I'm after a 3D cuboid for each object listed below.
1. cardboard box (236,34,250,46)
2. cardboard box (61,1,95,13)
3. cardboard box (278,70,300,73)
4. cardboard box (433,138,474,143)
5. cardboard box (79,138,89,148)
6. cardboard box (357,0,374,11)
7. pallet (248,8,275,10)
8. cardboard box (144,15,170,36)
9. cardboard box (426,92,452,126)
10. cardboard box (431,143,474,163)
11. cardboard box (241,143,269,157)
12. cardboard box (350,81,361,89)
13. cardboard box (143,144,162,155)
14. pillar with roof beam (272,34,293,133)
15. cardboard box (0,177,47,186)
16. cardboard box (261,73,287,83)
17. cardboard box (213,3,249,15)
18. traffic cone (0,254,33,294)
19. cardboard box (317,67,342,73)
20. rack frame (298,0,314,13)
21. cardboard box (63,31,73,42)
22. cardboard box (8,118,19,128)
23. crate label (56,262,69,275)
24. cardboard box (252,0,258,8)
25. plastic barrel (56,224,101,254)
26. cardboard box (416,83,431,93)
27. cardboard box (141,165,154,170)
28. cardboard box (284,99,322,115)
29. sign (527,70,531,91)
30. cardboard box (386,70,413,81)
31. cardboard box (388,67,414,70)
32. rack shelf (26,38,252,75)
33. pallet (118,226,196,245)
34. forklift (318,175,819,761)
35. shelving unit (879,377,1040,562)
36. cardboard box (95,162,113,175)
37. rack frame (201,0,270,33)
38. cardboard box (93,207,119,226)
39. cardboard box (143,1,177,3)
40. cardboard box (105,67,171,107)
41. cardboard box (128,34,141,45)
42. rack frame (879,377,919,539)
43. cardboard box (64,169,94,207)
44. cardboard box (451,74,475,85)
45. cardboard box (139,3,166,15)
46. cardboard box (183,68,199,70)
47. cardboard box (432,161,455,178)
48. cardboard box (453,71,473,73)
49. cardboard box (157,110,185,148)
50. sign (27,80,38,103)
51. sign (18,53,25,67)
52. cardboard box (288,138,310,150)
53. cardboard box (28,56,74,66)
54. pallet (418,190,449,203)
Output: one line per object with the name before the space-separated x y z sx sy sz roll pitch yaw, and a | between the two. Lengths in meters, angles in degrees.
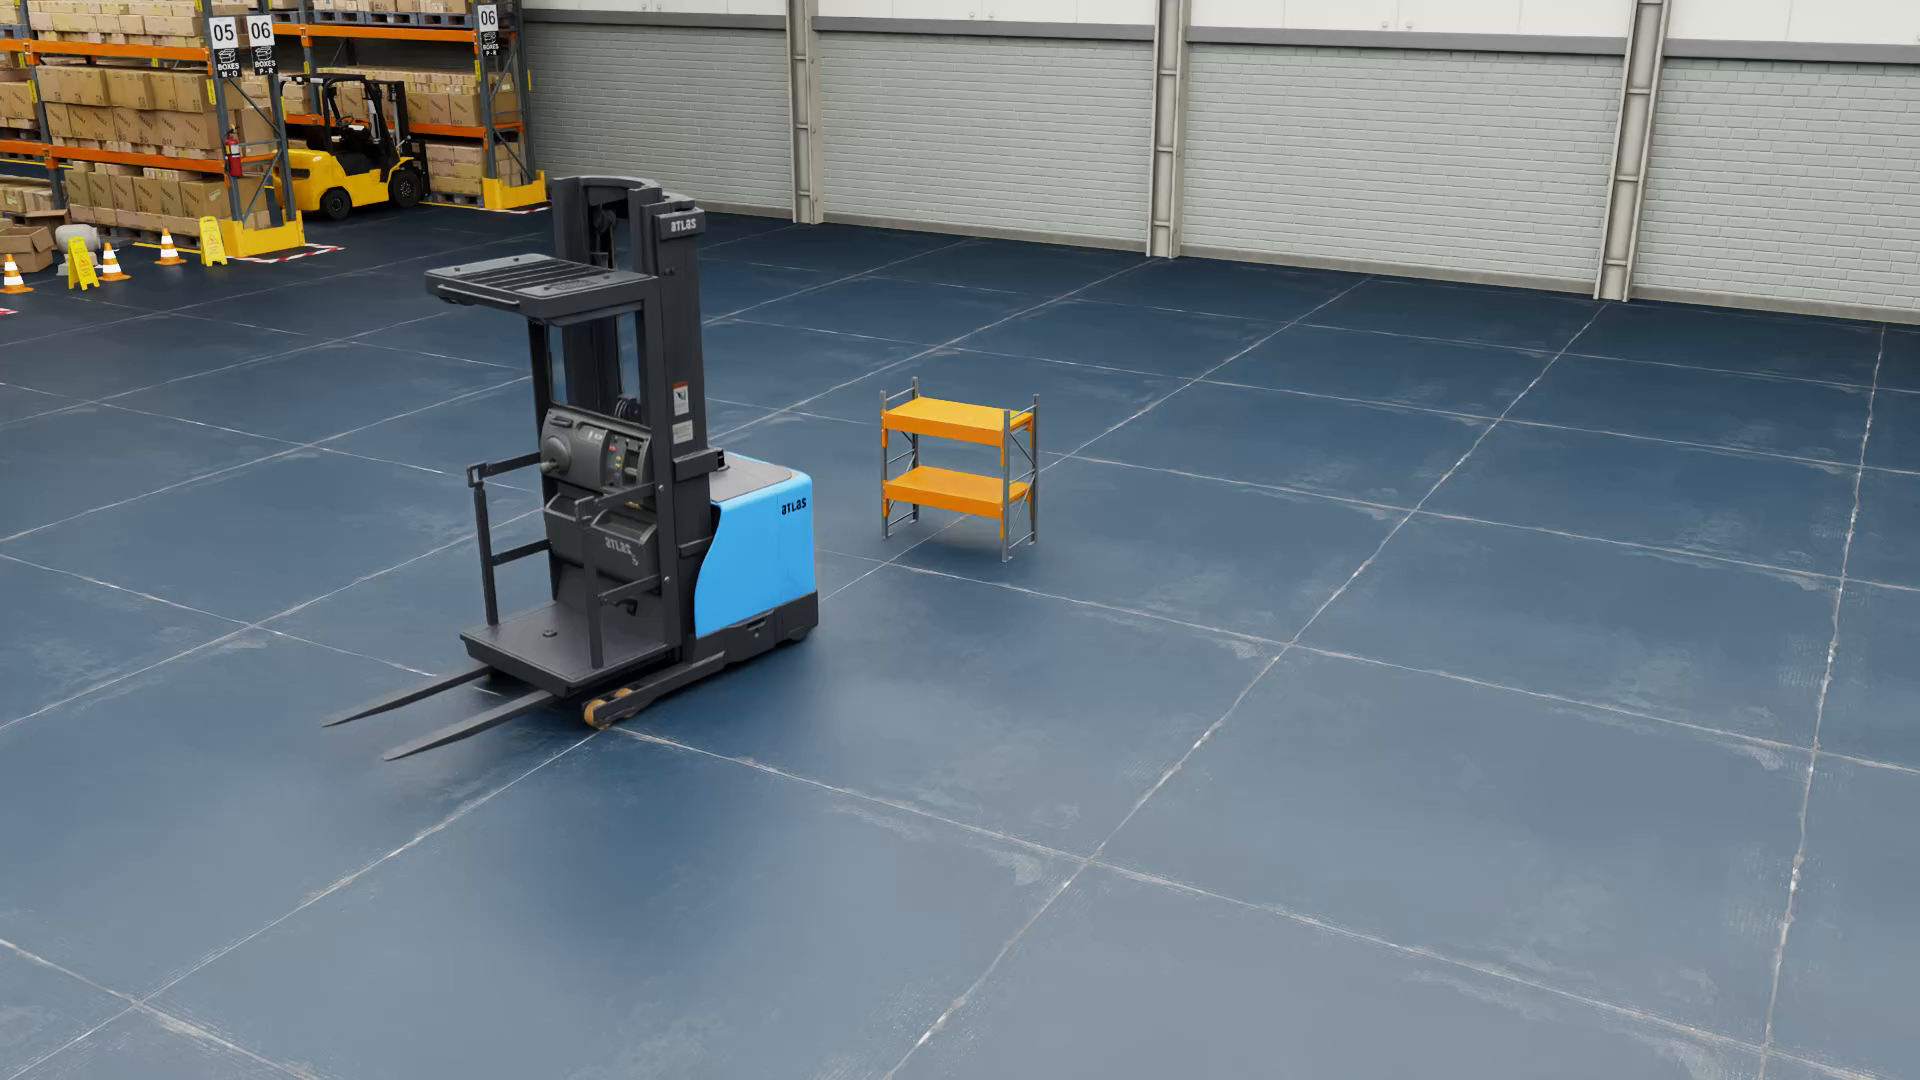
cardboard box | -9.998 -6.990 23.204 0.250 0.149 0.380 11 23 27
cardboard box | -12.559 -7.595 23.705 0.250 0.149 0.380 11 22 27
cardboard box | -12.008 -8.351 29.890 0.250 0.149 0.380 11 23 27
cardboard box | -8.646 -6.704 28.397 0.500 0.250 0.500 11 22 27
cardboard box | -12.748 -5.883 24.554 0.250 0.149 0.380 11 23 27
cardboard box | -9.794 -8.943 27.657 0.258 0.266 0.396 10 22 26
pallet | -12.820 -9.404 29.770 1.213 0.211 1.003 12 23 30
cardboard box | -10.877 -7.118 22.974 0.500 0.250 0.500 10 22 27
cardboard box | -8.455 -7.164 27.569 0.500 0.500 0.500 12 23 29
cardboard box | -8.452 -6.466 27.741 0.500 0.250 0.500 11 23 28
cardboard box | -10.062 -5.546 23.623 0.250 0.149 0.380 11 23 28
cardboard box | -10.144 -7.769 28.286 0.250 0.149 0.380 11 23 28
cardboard box | -11.448 -5.618 23.822 0.250 0.149 0.380 11 22 27
pillar with roof beam | -14.955 -9.945 26.584 0.400 9.000 9.100 11 23 27
cardboard box | -15.055 -5.493 26.347 0.625 0.372 0.950 12 23 29
cardboard box | -12.064 -8.130 29.281 0.250 0.149 0.380 10 22 26
cardboard box | -10.077 -7.332 22.980 0.250 0.149 0.380 11 22 27
traffic cone | -11.964 -3.374 20.987 0.334 0.463 0.336 11 23 27
cardboard box | -10.808 -8.040 28.596 0.250 0.149 0.380 11 23 28
rack frame | -10.941 -10.509 28.141 0.127 3.000 1.000 11 23 27
cardboard box | -12.735 -7.310 24.087 0.250 0.149 0.380 11 23 27
cardboard box | -14.164 -6.343 25.204 0.250 0.149 0.380 10 22 26
crate label | -11.832 -3.613 22.124 0.298 0.136 0.250 0 20 -1
cardboard box | -12.049 -9.318 28.861 0.250 0.149 0.380 11 23 27
plastic barrel | -12.408 -4.227 23.398 0.512 0.421 0.421 -7 21 -20
cardboard box | -8.790 -7.520 27.600 0.250 0.149 0.380 10 22 26
cardboard box | -12.266 -5.366 25.075 0.500 0.500 0.500 11 23 28
cardboard box | -11.509 -7.625 29.206 0.500 0.250 0.500 11 23 29
sign | -7.173 -7.632 27.622 0.005 0.325 0.100 11 23 27
cardboard box | -9.418 -7.813 27.971 0.250 0.149 0.380 11 23 28
cardboard box | -9.613 -8.052 28.629 0.250 0.149 0.380 10 22 26
rack shelf | -11.613 -6.950 23.783 4.000 0.370 1.077 11 23 27
pallet | -11.686 -4.596 24.727 1.213 0.211 1.003 11 23 27
forklift | -2.240 -0.499 9.444 1.130 2.935 3.031 16 25 37
shelving unit | -0.006 -0.530 12.176 1.048 1.125 0.538 11 23 27
cardboard box | -12.446 -5.471 24.414 0.250 0.149 0.380 12 23 29
rack frame | -9.867 -8.366 22.232 0.127 3.000 1.000 11 23 27
cardboard box | -12.504 -4.852 24.758 0.500 0.250 0.500 12 23 30
cardboard box | -11.391 -7.595 23.704 0.250 0.149 0.380 11 23 28
cardboard box | -11.720 -6.487 23.802 0.500 0.500 0.700 11 22 27
cardboard box | -11.419 -7.035 23.330 0.250 0.149 0.380 10 22 26
rack frame | -0.450 -0.614 12.409 0.032 1.125 0.500 11 23 27
cardboard box | -12.975 -5.290 24.866 0.500 0.500 0.500 12 23 30
cardboard box | -8.095 -7.544 27.230 0.250 0.149 0.380 11 23 27
cardboard box | -11.150 -7.373 23.091 0.250 0.149 0.380 11 23 27
cardboard box | -14.065 -8.522 30.361 0.250 0.149 0.380 11 23 28
cardboard box | -8.459 -6.238 27.847 0.500 0.250 0.500 11 22 27
cardboard box | -8.296 -7.774 27.864 0.250 0.149 0.380 11 23 28
cardboard box | -10.910 -5.825 23.443 0.500 0.500 0.500 11 23 27
sign | -13.626 -6.589 24.434 0.005 0.325 0.100 11 23 27
sign | -18.183 -9.264 32.235 0.005 0.325 0.100 11 23 27
cardboard box | -11.402 -6.854 29.727 0.625 0.625 0.875 12 23 30
cardboard box | -17.612 -9.117 32.337 0.500 0.500 0.700 11 23 29
pallet | -9.198 -6.031 28.682 1.213 0.211 1.003 11 23 27
